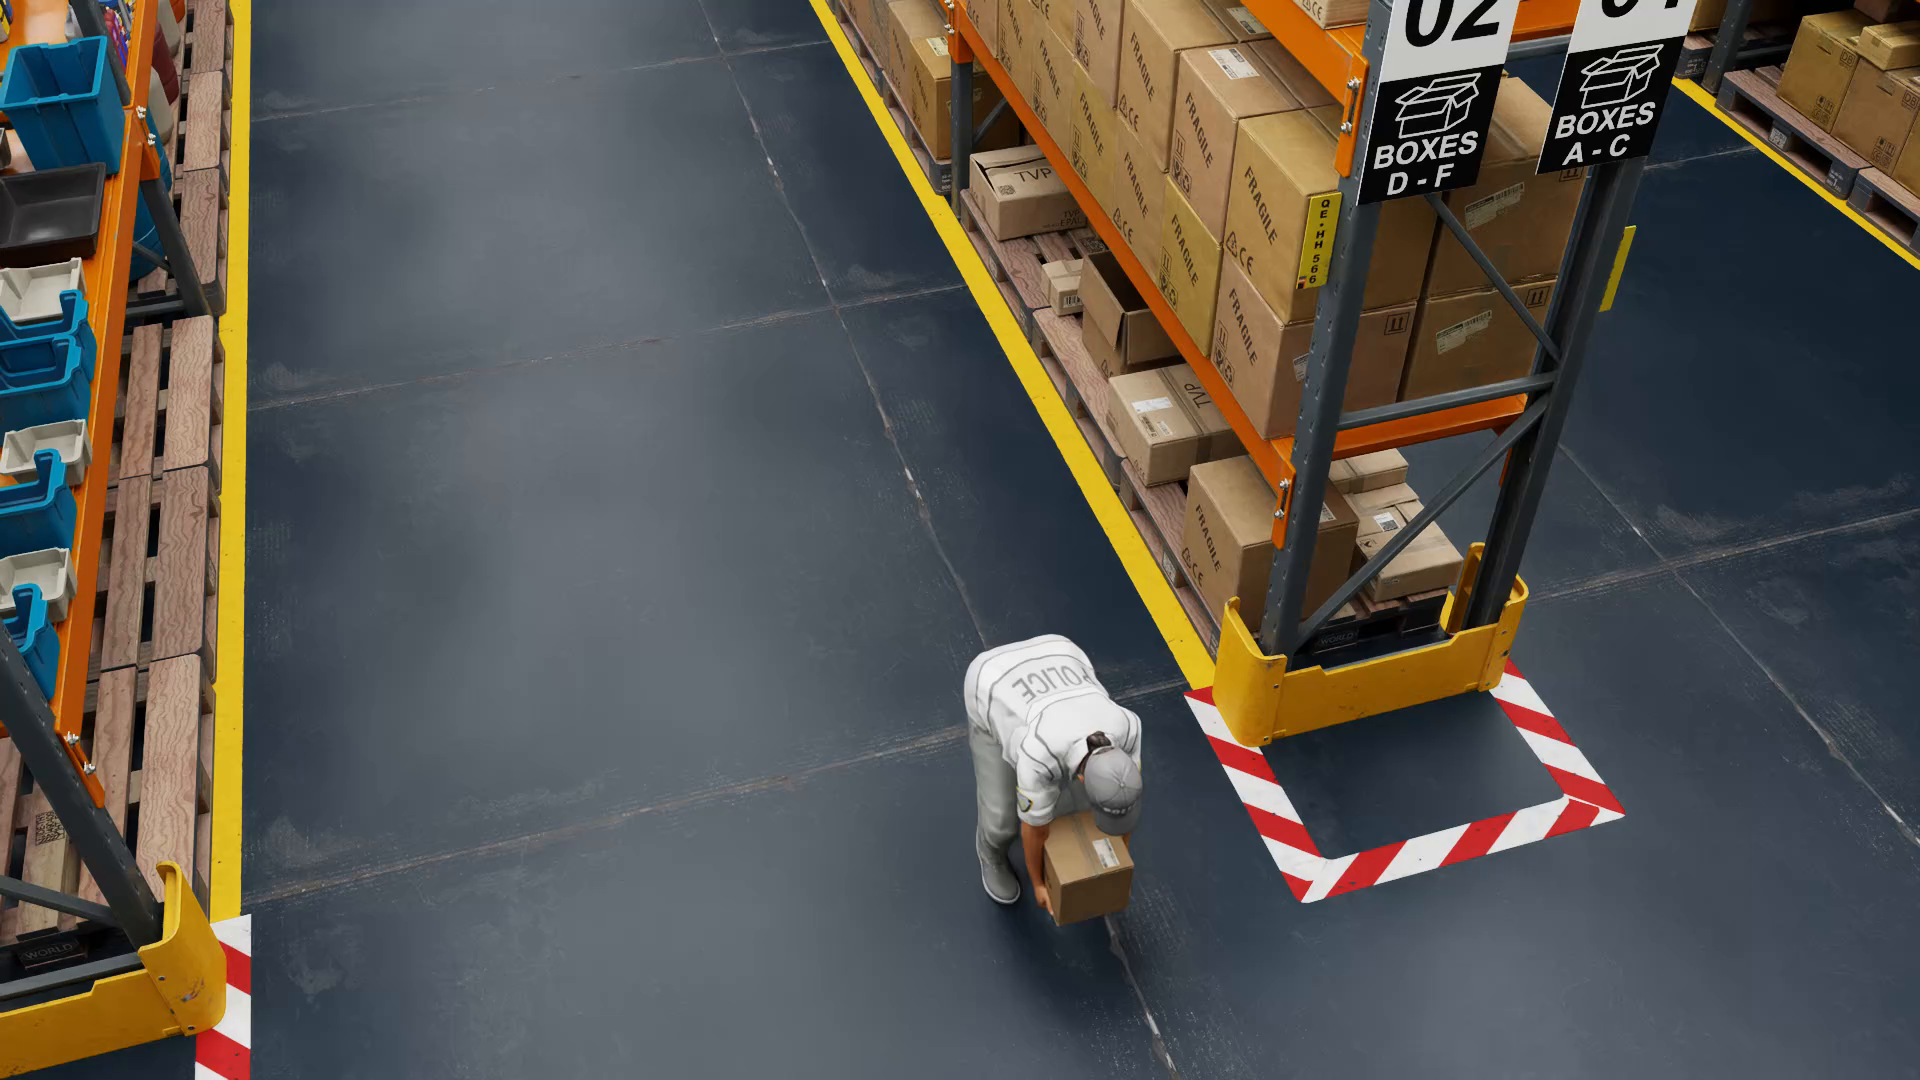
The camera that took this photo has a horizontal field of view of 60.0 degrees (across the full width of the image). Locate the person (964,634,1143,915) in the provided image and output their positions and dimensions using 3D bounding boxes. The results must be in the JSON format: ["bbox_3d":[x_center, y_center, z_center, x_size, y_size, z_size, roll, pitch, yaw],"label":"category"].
[{"bbox_3d":[0.319,0.865,5.579,0.476,1.177,0.916,-14,44,-14],"label":"person"}]
